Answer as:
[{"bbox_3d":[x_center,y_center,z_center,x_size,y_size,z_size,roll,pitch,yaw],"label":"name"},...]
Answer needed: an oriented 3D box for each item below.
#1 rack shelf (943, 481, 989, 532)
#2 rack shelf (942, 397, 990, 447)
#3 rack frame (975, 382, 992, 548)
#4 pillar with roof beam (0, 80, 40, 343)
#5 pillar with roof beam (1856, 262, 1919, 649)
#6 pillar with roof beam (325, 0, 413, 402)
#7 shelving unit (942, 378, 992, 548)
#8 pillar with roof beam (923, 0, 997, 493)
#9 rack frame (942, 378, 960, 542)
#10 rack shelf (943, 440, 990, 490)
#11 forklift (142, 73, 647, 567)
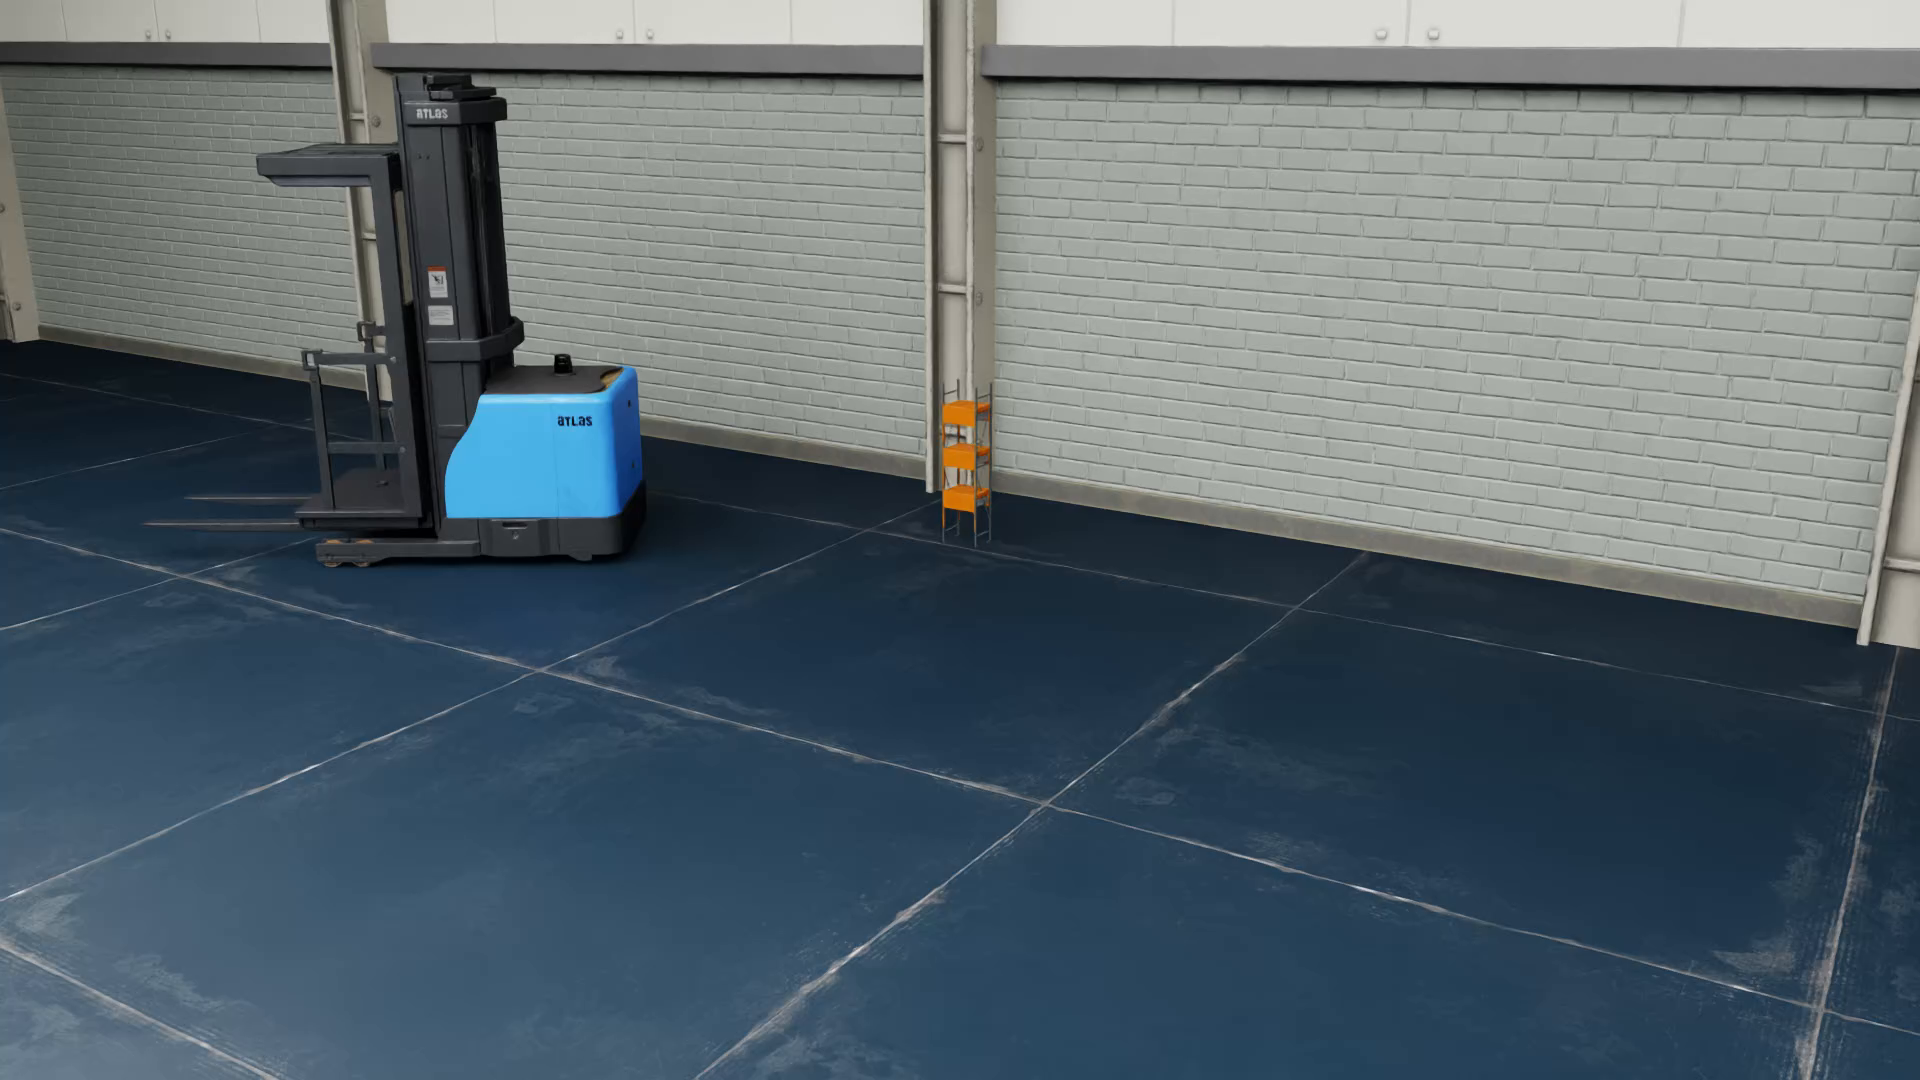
[{"bbox_3d":[0.046,-0.218,10.786,0.240,0.259,0.215,10,20,30],"label":"rack shelf"},{"bbox_3d":[0.046,-0.756,10.622,0.240,0.259,0.215,10,20,30],"label":"rack shelf"},{"bbox_3d":[0.150,-0.476,10.641,0.008,1.050,0.200,10,20,30],"label":"rack frame"},{"bbox_3d":[-12.478,-5.421,13.246,0.400,9.000,9.100,10,20,30],"label":"pillar with roof beam"},{"bbox_3d":[2.860,-2.683,4.232,0.400,9.000,9.100,10,20,30],"label":"pillar with roof beam"},{"bbox_3d":[-7.366,-4.509,10.241,0.400,9.000,9.100,10,20,30],"label":"pillar with roof beam"},{"bbox_3d":[0.046,-0.494,10.702,0.252,1.050,0.215,10,20,30],"label":"shelving unit"},{"bbox_3d":[-2.253,-3.596,7.237,0.400,9.000,9.100,10,20,30],"label":"pillar with roof beam"},{"bbox_3d":[-0.058,-0.513,10.763,0.008,1.050,0.200,10,20,30],"label":"rack frame"},{"bbox_3d":[0.046,-0.484,10.705,0.240,0.259,0.215,10,20,30],"label":"rack shelf"},{"bbox_3d":[-3.626,-1.390,10.413,3.031,2.935,1.130,0,17,-1],"label":"forklift"}]
